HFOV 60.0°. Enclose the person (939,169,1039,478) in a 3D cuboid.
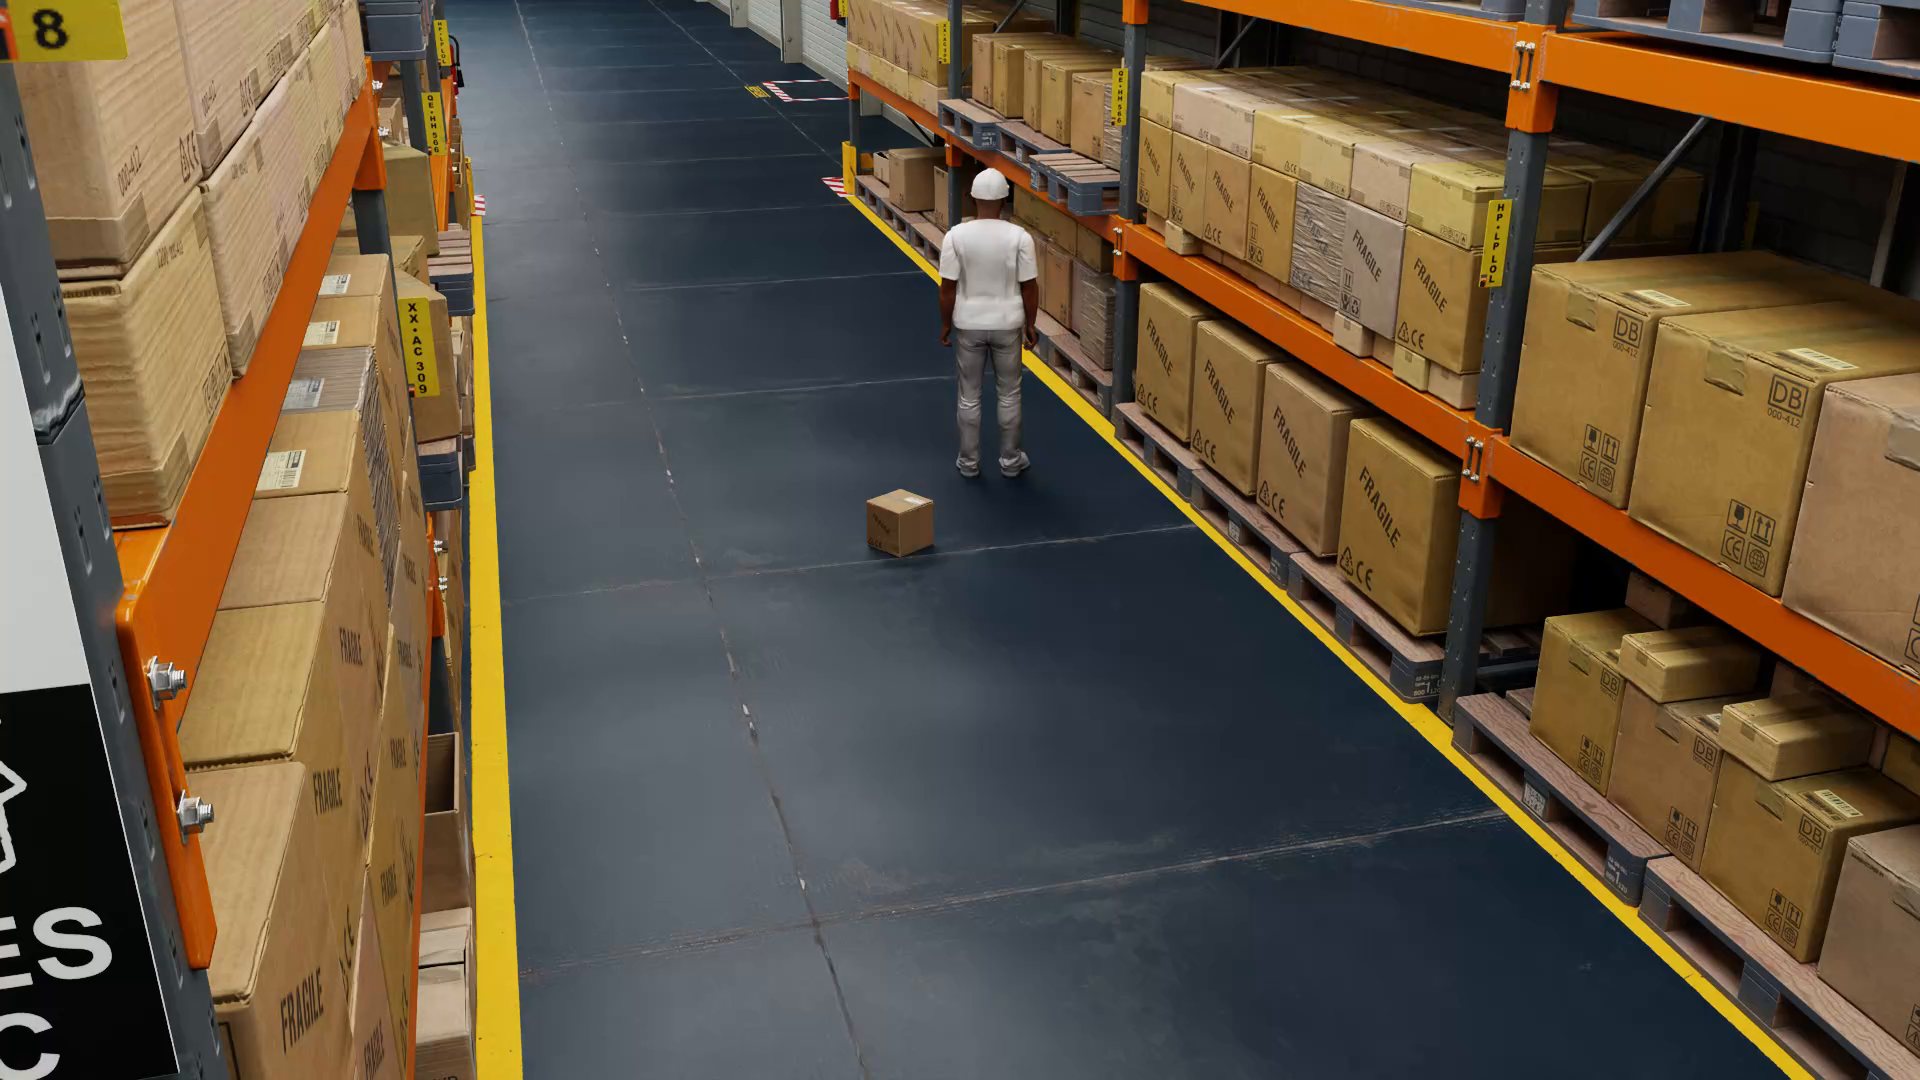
[{"bbox_3d":[0.163,-1.223,9.468,0.565,1.771,0.367,1,23,3],"label":"person"}]
